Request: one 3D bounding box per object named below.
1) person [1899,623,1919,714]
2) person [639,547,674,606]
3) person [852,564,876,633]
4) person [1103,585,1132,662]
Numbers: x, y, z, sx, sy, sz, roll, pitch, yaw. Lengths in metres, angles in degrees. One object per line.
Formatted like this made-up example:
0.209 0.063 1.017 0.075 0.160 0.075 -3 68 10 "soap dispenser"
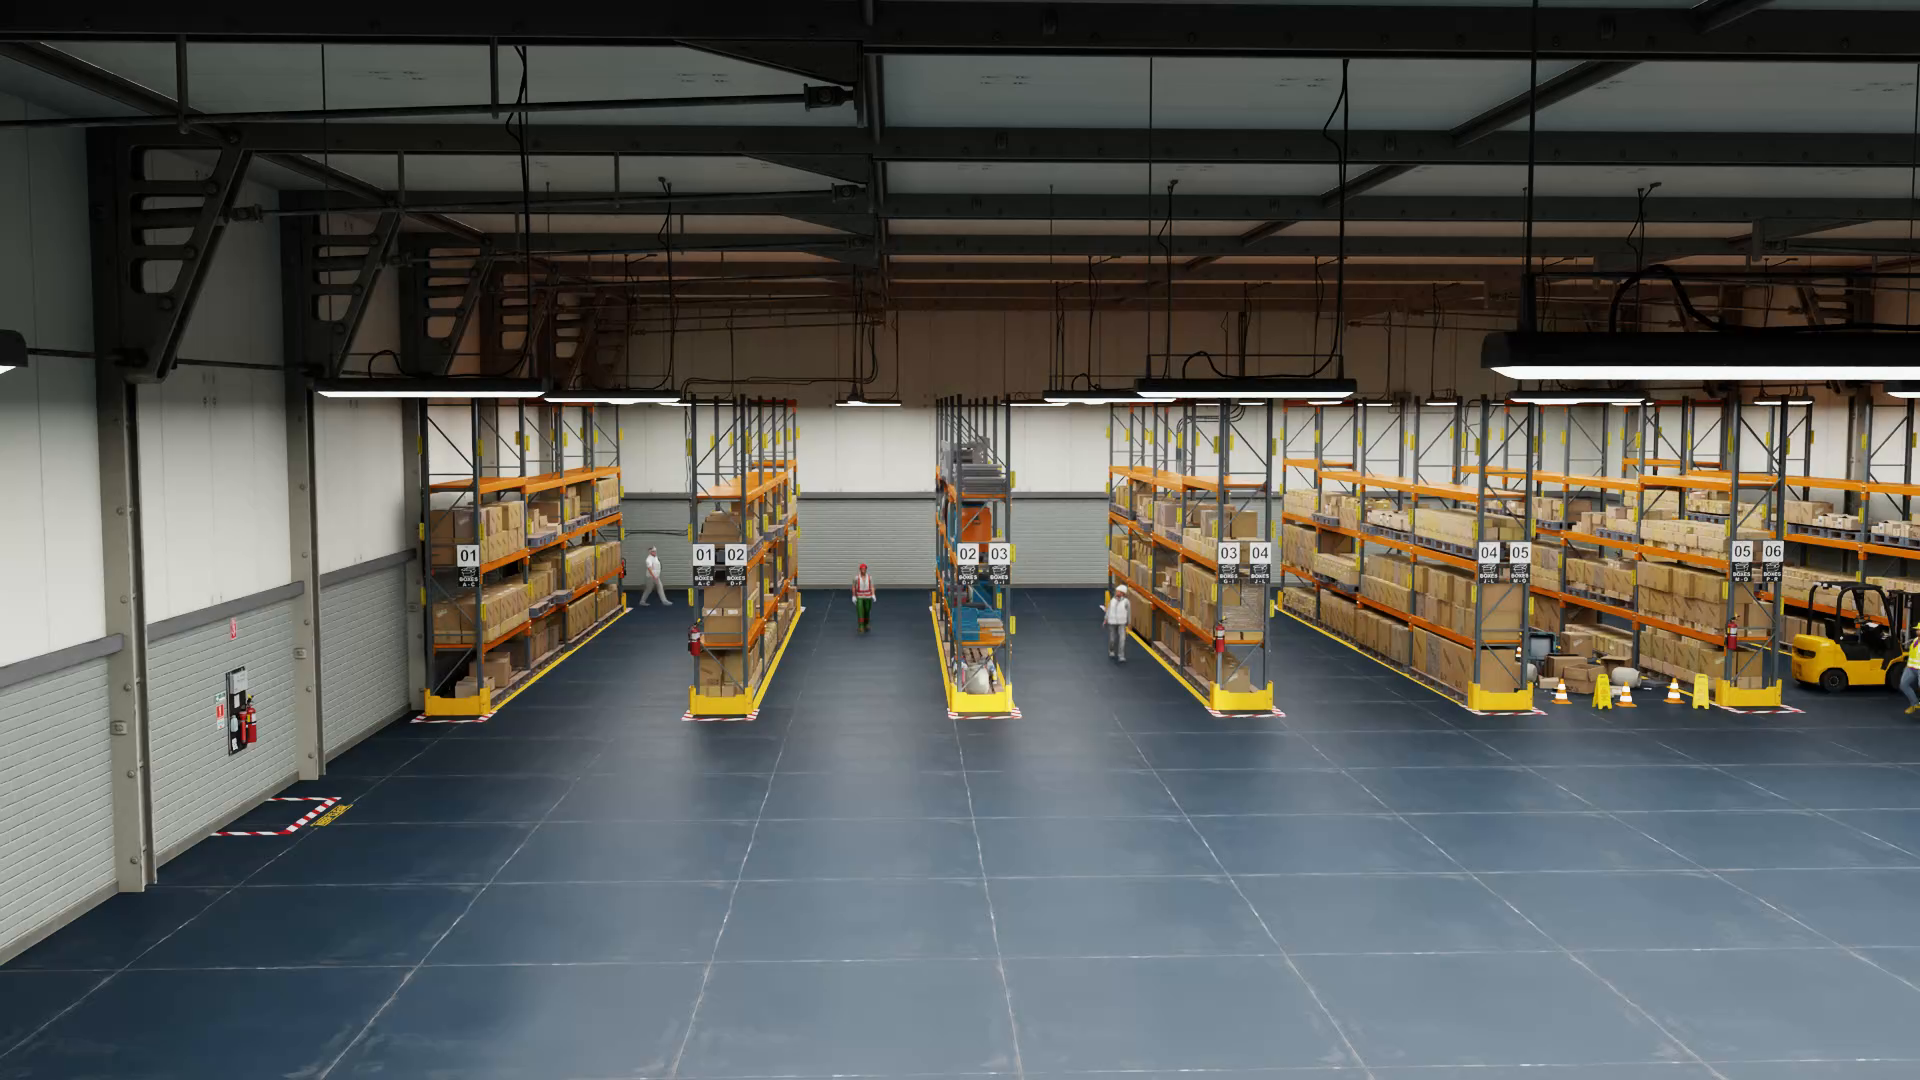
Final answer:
17.815 2.400 30.847 0.422 1.766 0.686 -2 5 -19 "person"
-8.831 1.043 48.261 0.981 1.721 0.627 0 5 -3 "person"
-2.463 1.482 42.614 0.611 1.735 1.051 0 5 -4 "person"
3.580 1.892 37.823 0.666 1.727 1.008 0 4 2 "person"
